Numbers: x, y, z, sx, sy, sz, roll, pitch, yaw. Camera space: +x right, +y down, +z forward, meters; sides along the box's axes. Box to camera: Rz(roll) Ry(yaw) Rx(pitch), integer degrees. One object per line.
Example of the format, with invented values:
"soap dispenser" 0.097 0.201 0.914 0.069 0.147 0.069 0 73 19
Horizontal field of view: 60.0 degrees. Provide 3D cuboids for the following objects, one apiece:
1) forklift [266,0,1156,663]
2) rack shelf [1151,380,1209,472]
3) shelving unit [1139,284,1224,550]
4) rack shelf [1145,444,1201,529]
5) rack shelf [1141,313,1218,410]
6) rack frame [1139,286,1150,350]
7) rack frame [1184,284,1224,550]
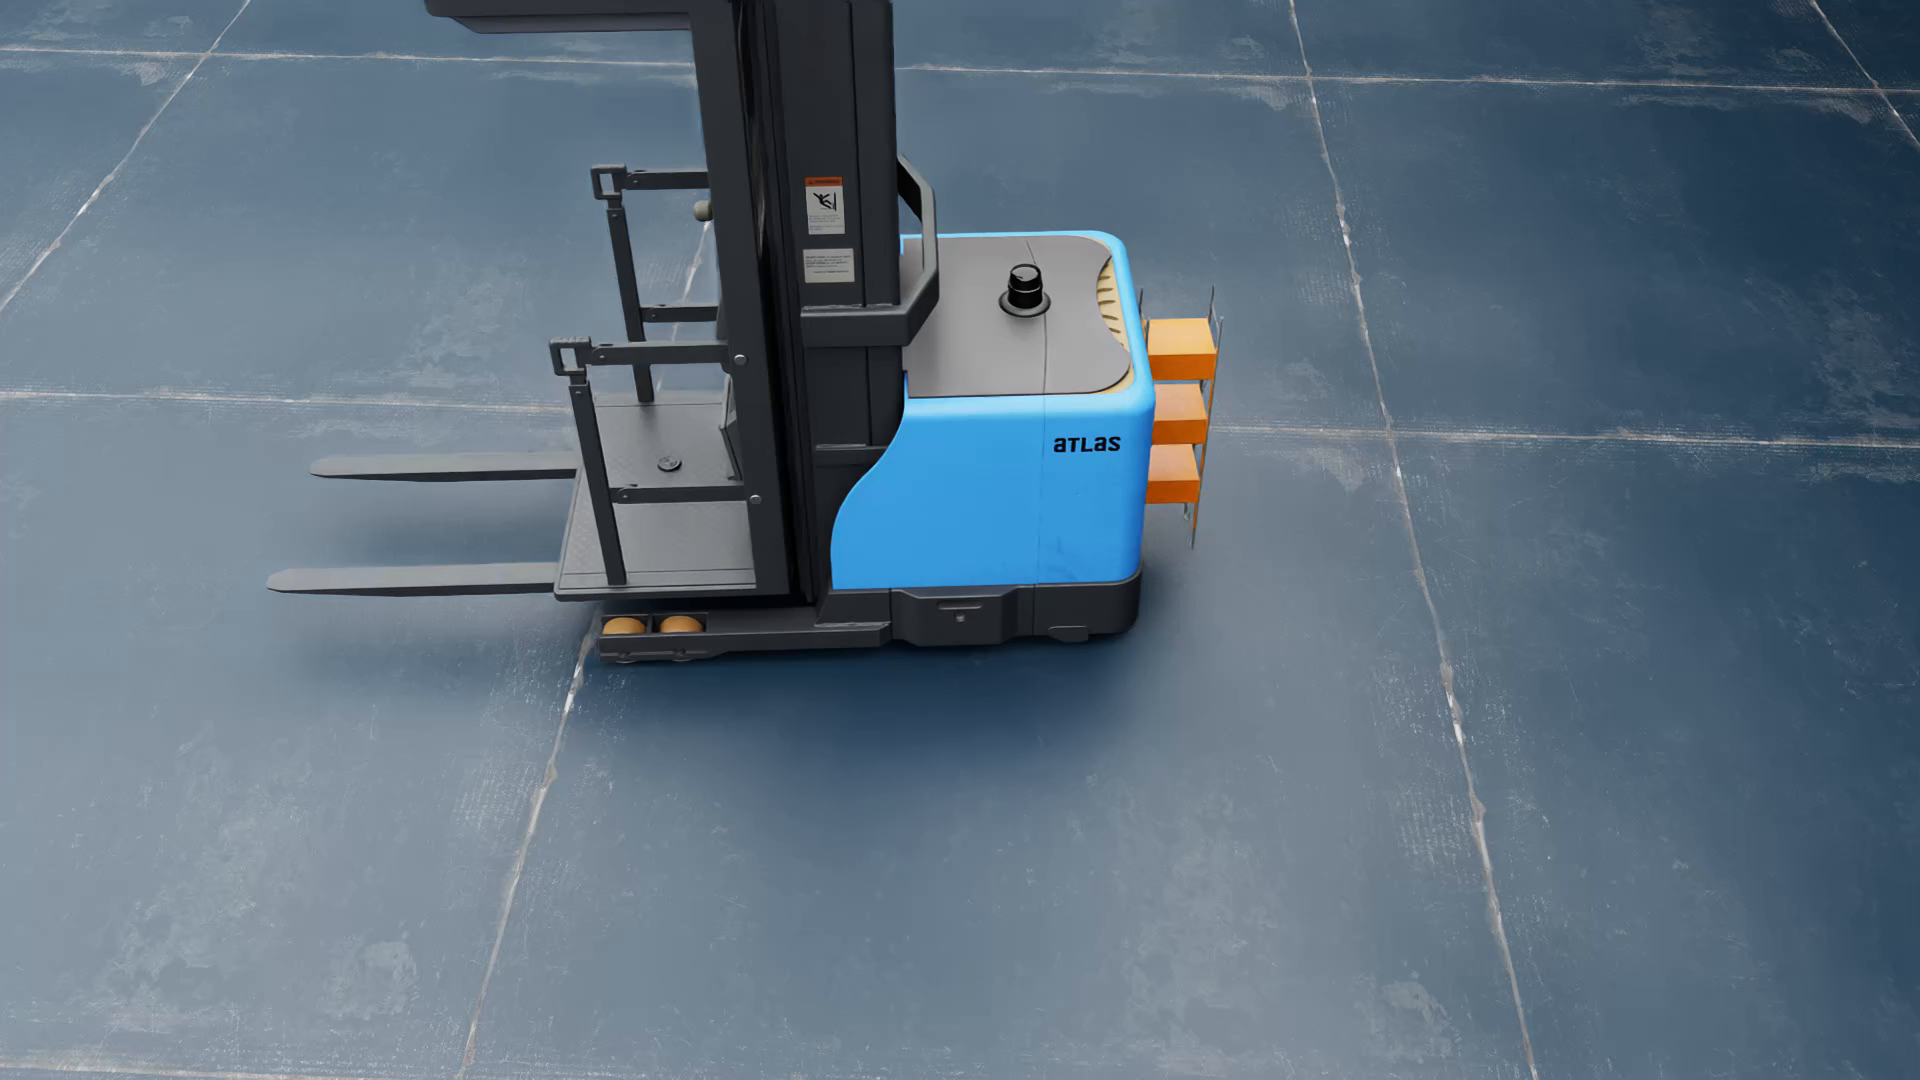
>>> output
"forklift" -0.902 -1.014 5.188 3.031 2.935 1.130 -2 43 -2
"rack shelf" 0.742 -0.405 5.930 0.240 0.259 0.215 -2 43 -2
"shelving unit" 0.742 -0.412 5.922 0.252 1.050 0.215 -2 43 -2
"rack shelf" 0.742 -0.201 6.119 0.240 0.259 0.215 -2 43 -2
"rack shelf" 0.742 -0.612 5.736 0.240 0.259 0.215 -2 43 -2
"rack frame" 0.620 -0.409 5.919 0.008 1.050 0.200 -2 43 -2
"rack frame" 0.864 -0.416 5.926 0.008 1.050 0.200 -2 43 -2
